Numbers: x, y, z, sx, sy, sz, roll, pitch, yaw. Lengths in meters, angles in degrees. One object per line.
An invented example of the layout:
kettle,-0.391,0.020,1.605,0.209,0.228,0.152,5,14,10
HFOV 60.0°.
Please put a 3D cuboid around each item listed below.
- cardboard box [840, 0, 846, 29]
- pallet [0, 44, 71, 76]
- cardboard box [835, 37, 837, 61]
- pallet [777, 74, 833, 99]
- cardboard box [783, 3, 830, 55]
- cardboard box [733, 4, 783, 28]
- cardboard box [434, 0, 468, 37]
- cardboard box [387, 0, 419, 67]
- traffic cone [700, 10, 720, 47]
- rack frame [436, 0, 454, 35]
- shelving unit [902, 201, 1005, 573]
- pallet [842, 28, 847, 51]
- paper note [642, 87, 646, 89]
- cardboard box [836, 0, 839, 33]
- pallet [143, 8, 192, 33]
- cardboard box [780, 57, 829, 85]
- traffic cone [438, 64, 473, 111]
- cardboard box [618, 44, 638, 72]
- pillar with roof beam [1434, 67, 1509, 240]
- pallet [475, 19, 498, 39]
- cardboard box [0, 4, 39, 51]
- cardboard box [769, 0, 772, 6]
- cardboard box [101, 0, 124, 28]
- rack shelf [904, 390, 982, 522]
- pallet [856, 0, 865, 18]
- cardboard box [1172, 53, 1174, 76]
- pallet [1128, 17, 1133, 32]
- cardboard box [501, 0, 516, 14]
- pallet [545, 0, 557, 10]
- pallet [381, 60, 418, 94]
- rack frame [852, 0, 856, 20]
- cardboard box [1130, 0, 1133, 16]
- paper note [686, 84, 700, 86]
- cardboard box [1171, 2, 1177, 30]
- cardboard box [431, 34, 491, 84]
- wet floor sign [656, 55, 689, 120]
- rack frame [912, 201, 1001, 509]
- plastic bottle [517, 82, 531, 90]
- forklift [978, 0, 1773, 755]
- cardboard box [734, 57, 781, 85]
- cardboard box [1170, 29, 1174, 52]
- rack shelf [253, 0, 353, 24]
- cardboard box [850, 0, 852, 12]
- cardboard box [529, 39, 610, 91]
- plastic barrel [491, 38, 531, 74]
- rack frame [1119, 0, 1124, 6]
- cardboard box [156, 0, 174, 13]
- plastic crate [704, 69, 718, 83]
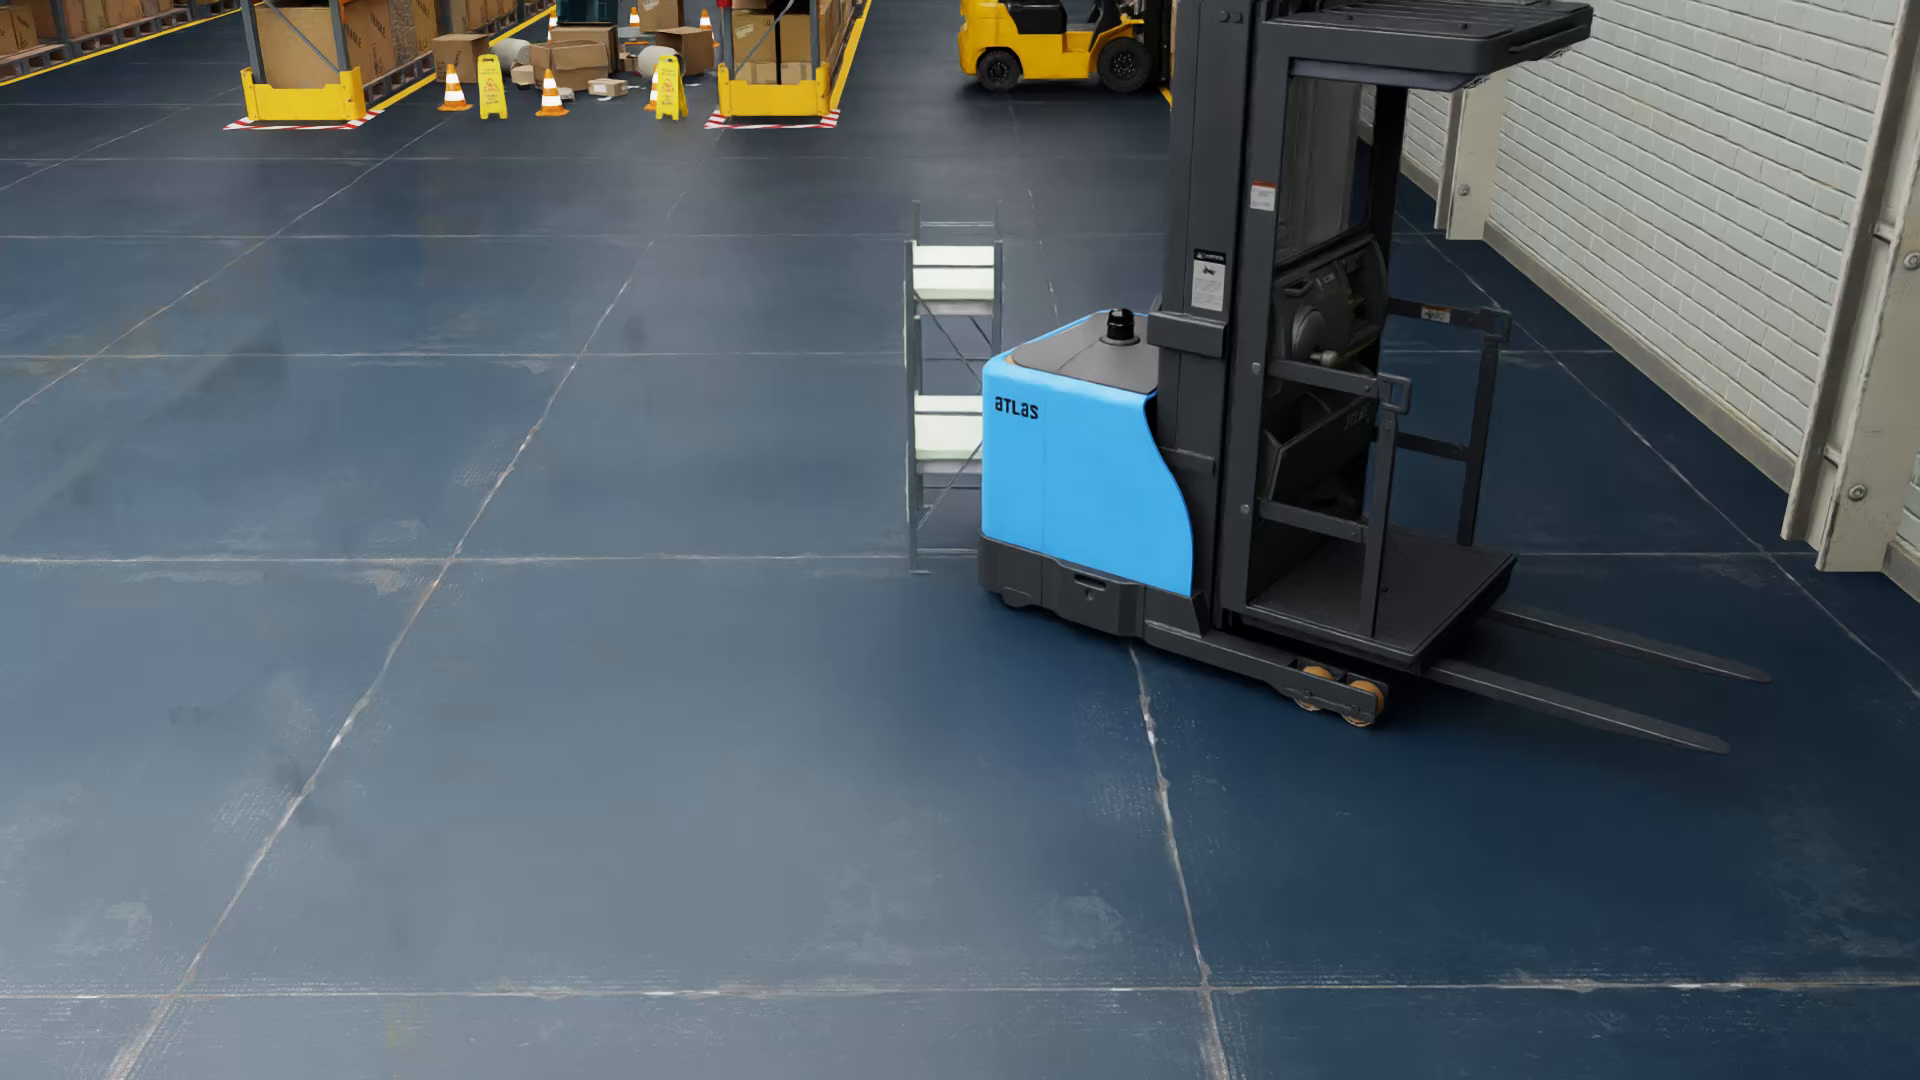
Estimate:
cardboard box,-2.050,-7.093,22.472,0.950,0.372,0.625,1,24,3
pallet,-11.897,-5.995,20.749,1.003,0.211,1.213,0,24,-1
cardboard box,-1.739,-5.854,19.880,0.500,0.250,0.500,0,24,0
pallet,-1.961,-5.034,18.624,1.003,0.211,1.213,0,24,-1
cardboard box,-1.730,-5.777,18.801,0.500,0.500,0.500,-1,24,-3
cardboard box,-2.266,-5.763,18.768,0.500,0.500,0.500,1,24,1
cardboard box,-7.076,-6.944,21.685,1.050,0.750,0.750,0,24,-1
cardboard box,-7.029,-6.115,19.699,0.875,0.875,0.875,0,24,0
traffic cone,-3.444,-6.935,22.523,0.336,0.463,0.334,0,24,-1
rack frame,-6.979,-7.523,20.743,1.000,3.000,0.127,0,24,-1
shelving unit,-0.020,-0.689,7.453,0.431,1.500,0.755,0,24,1
pallet,-2.041,-6.637,22.168,1.003,0.211,1.213,0,24,-1
paper note,-3.685,-5.269,19.388,0.032,0.001,0.123,0,24,-1
cardboard box,-1.748,-6.415,20.210,0.500,0.500,0.500,0,24,0
pallet,-11.977,-7.598,24.293,1.003,0.211,1.213,0,24,-1
cardboard box,-1.719,-5.211,18.458,0.500,0.250,0.500,0,24,-1
traffic cone,-5.521,-4.944,18.119,0.336,0.463,0.334,0,24,-1
cardboard box,-4.168,-5.996,20.684,0.258,0.266,0.396,-19,31,-36
pillar with roof beam,-0.369,-6.495,11.190,9.100,9.000,0.400,0,24,-1
pallet,-7.079,-7.074,23.134,1.003,0.211,1.213,0,24,-1
cardboard box,-11.976,-6.429,20.850,0.500,0.500,0.500,-1,24,-2
cardboard box,-2.327,-6.098,18.722,0.380,0.149,0.250,0,24,0
cardboard box,-11.918,-7.284,22.714,0.700,0.500,0.500,-2,24,-5
rack shelf,-0.020,-0.392,7.587,0.431,0.370,0.720,0,24,1
pallet,-2.007,-8.290,25.822,1.003,0.211,1.213,0,24,-1
cardboard box,2.659,-5.298,18.651,0.500,0.250,0.500,0,24,-1
pallet,2.870,-7.147,23.297,1.003,0.211,1.213,0,24,-1
cardboard box,-7.106,-8.086,24.209,1.050,0.750,0.750,-1,24,-1
pallet,-7.040,-8.724,26.783,1.003,0.211,1.213,0,24,-1
pallet,-7.033,-5.435,19.510,1.003,0.211,1.213,0,24,-1
rack frame,-2.074,-9.235,24.529,1.000,3.000,0.127,0,24,-1
cardboard box,2.897,-7.842,23.821,0.875,0.625,0.625,1,24,1
paper note,-3.142,-5.368,19.581,0.142,0.019,0.148,-9,26,-19
cardboard box,2.633,-5.963,18.908,0.500,0.250,0.500,0,24,0
cardboard box,-5.936,-5.750,19.854,0.500,0.500,0.500,4,25,9
wet floor sign,-3.055,-4.783,17.541,0.267,0.644,0.232,8,26,18
rack frame,-0.014,-0.840,7.787,0.400,1.500,0.023,0,24,1
plastic bottle,-5.094,-5.300,19.394,0.133,0.061,0.283,-9,26,-19
forklift,1.567,-0.888,6.157,3.031,2.935,1.130,17,29,32
cardboard box,-2.265,-5.219,18.476,0.500,0.250,0.500,0,24,-1
cardboard box,2.637,-5.747,19.037,0.500,0.250,0.500,-1,24,-2
rack shelf,-6.957,-6.371,19.069,1.077,0.370,4.000,0,24,-1
cardboard box,-2.078,-7.996,24.469,0.950,0.372,0.625,-2,24,-4
cardboard box,-4.538,-5.513,19.330,0.797,0.503,0.637,-19,31,-36
plastic barrel,-5.433,-5.888,20.256,0.512,0.421,0.421,19,30,35
rack frame,2.889,-9.259,24.581,1.000,3.000,0.127,0,24,-1
cardboard box,-11.956,-7.976,24.244,0.700,0.500,0.500,-2,24,-3
plastic crate,-2.833,-5.606,20.047,0.402,0.080,0.583,-9,26,-19
